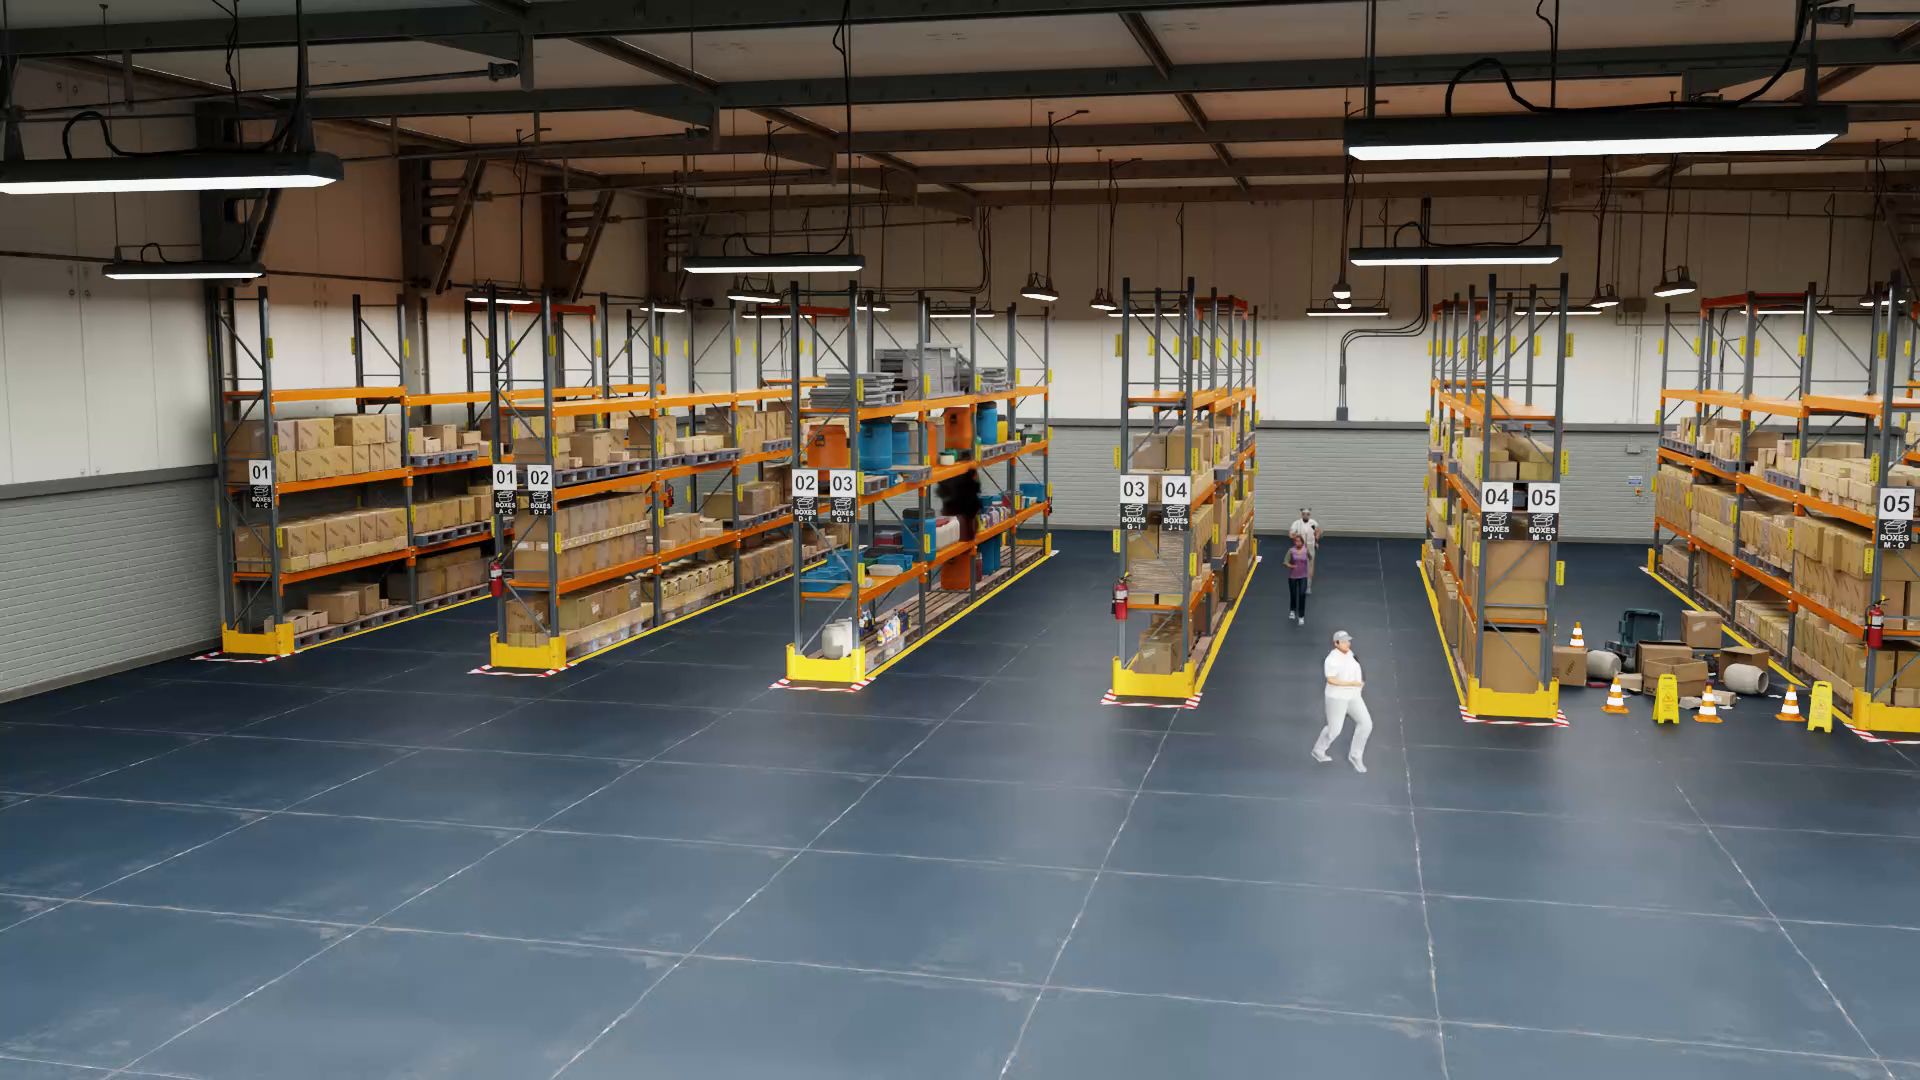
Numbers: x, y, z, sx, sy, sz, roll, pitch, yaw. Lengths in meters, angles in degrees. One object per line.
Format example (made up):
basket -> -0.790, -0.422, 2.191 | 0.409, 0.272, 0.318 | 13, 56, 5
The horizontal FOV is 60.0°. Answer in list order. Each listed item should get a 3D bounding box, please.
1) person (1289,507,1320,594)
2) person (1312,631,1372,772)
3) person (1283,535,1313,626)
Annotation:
person -> 7.129, 0.179, 34.399 | 0.647, 1.768, 0.943 | 1, 7, 5
person -> 4.581, 1.880, 19.915 | 0.608, 1.616, 0.733 | -5, 8, -35
person -> 6.184, 0.723, 30.419 | 0.558, 1.652, 0.718 | 1, 7, 7
